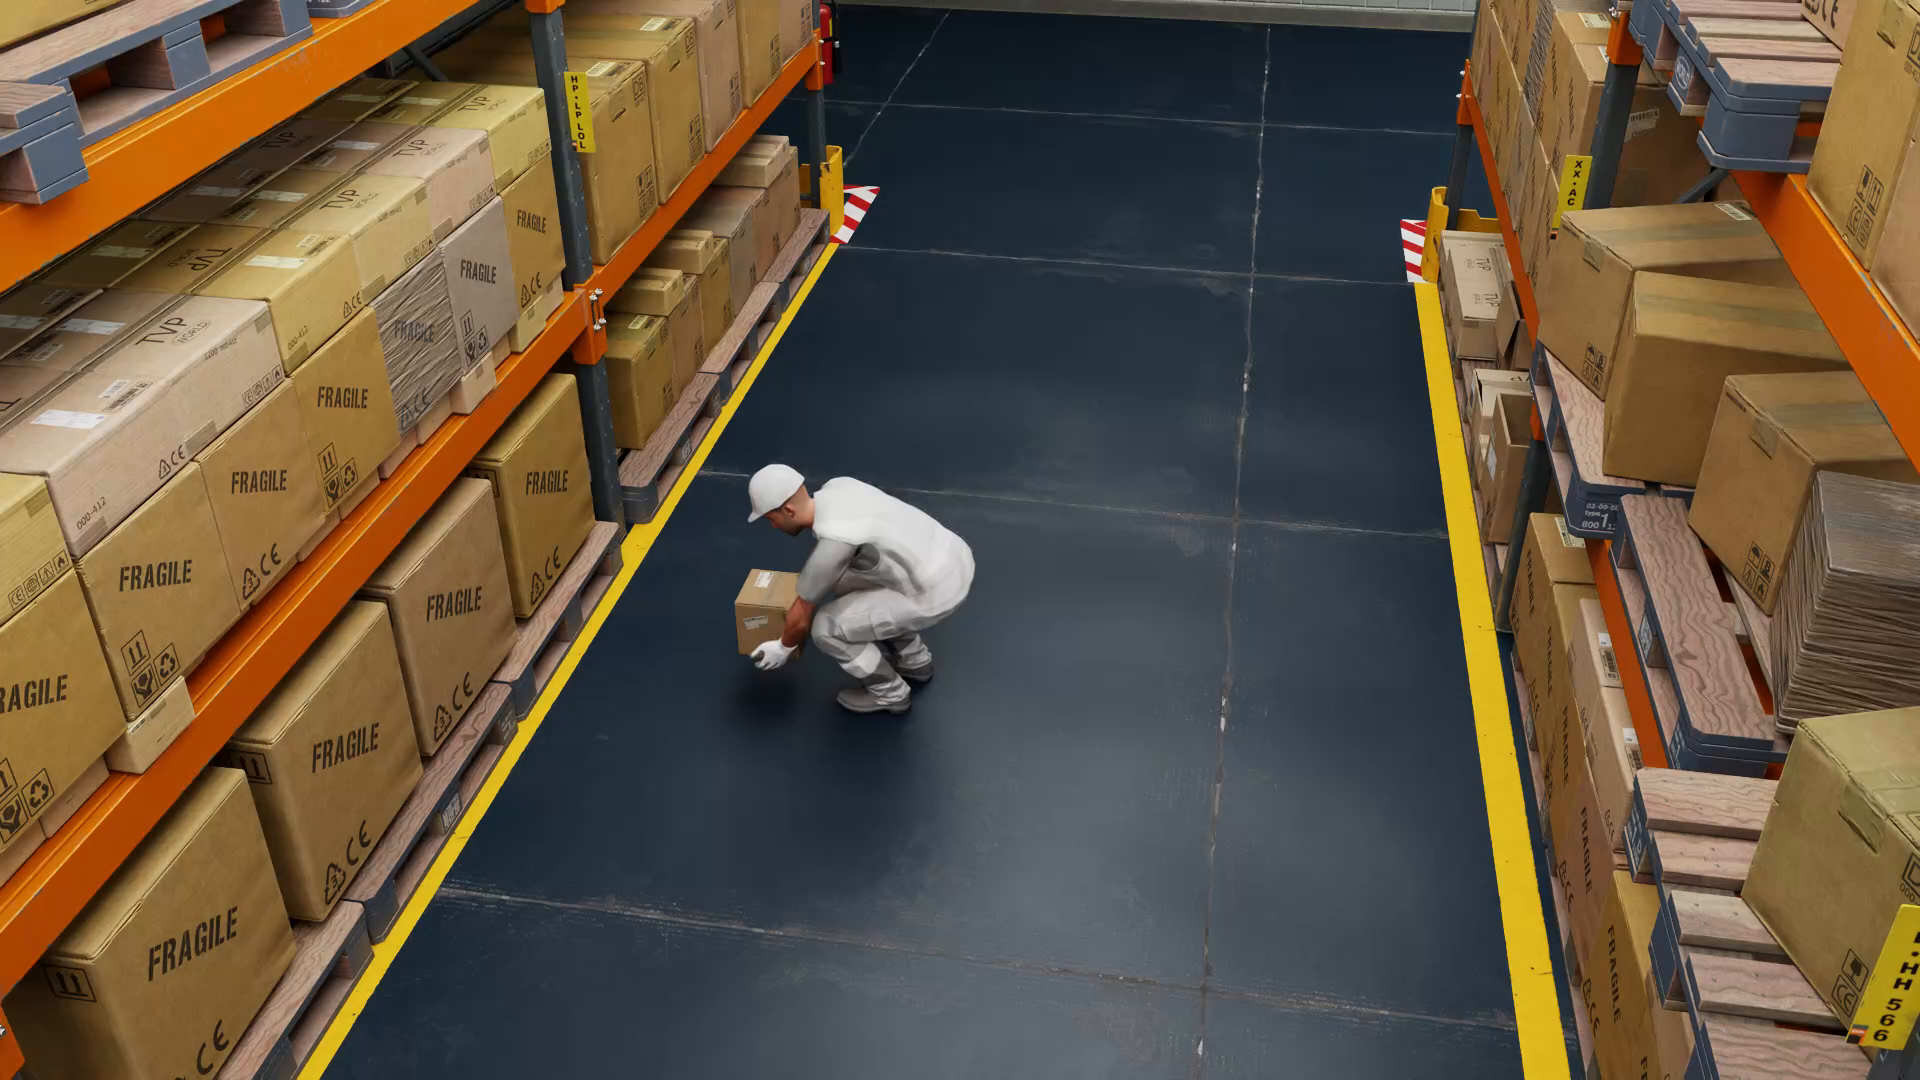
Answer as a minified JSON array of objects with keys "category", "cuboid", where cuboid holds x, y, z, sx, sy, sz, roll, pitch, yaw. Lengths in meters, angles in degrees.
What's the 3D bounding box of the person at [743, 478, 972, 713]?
[{"category":"person","cuboid":[-0.406,0.200,6.546,0.889,0.998,0.573,5,32,8]}]
